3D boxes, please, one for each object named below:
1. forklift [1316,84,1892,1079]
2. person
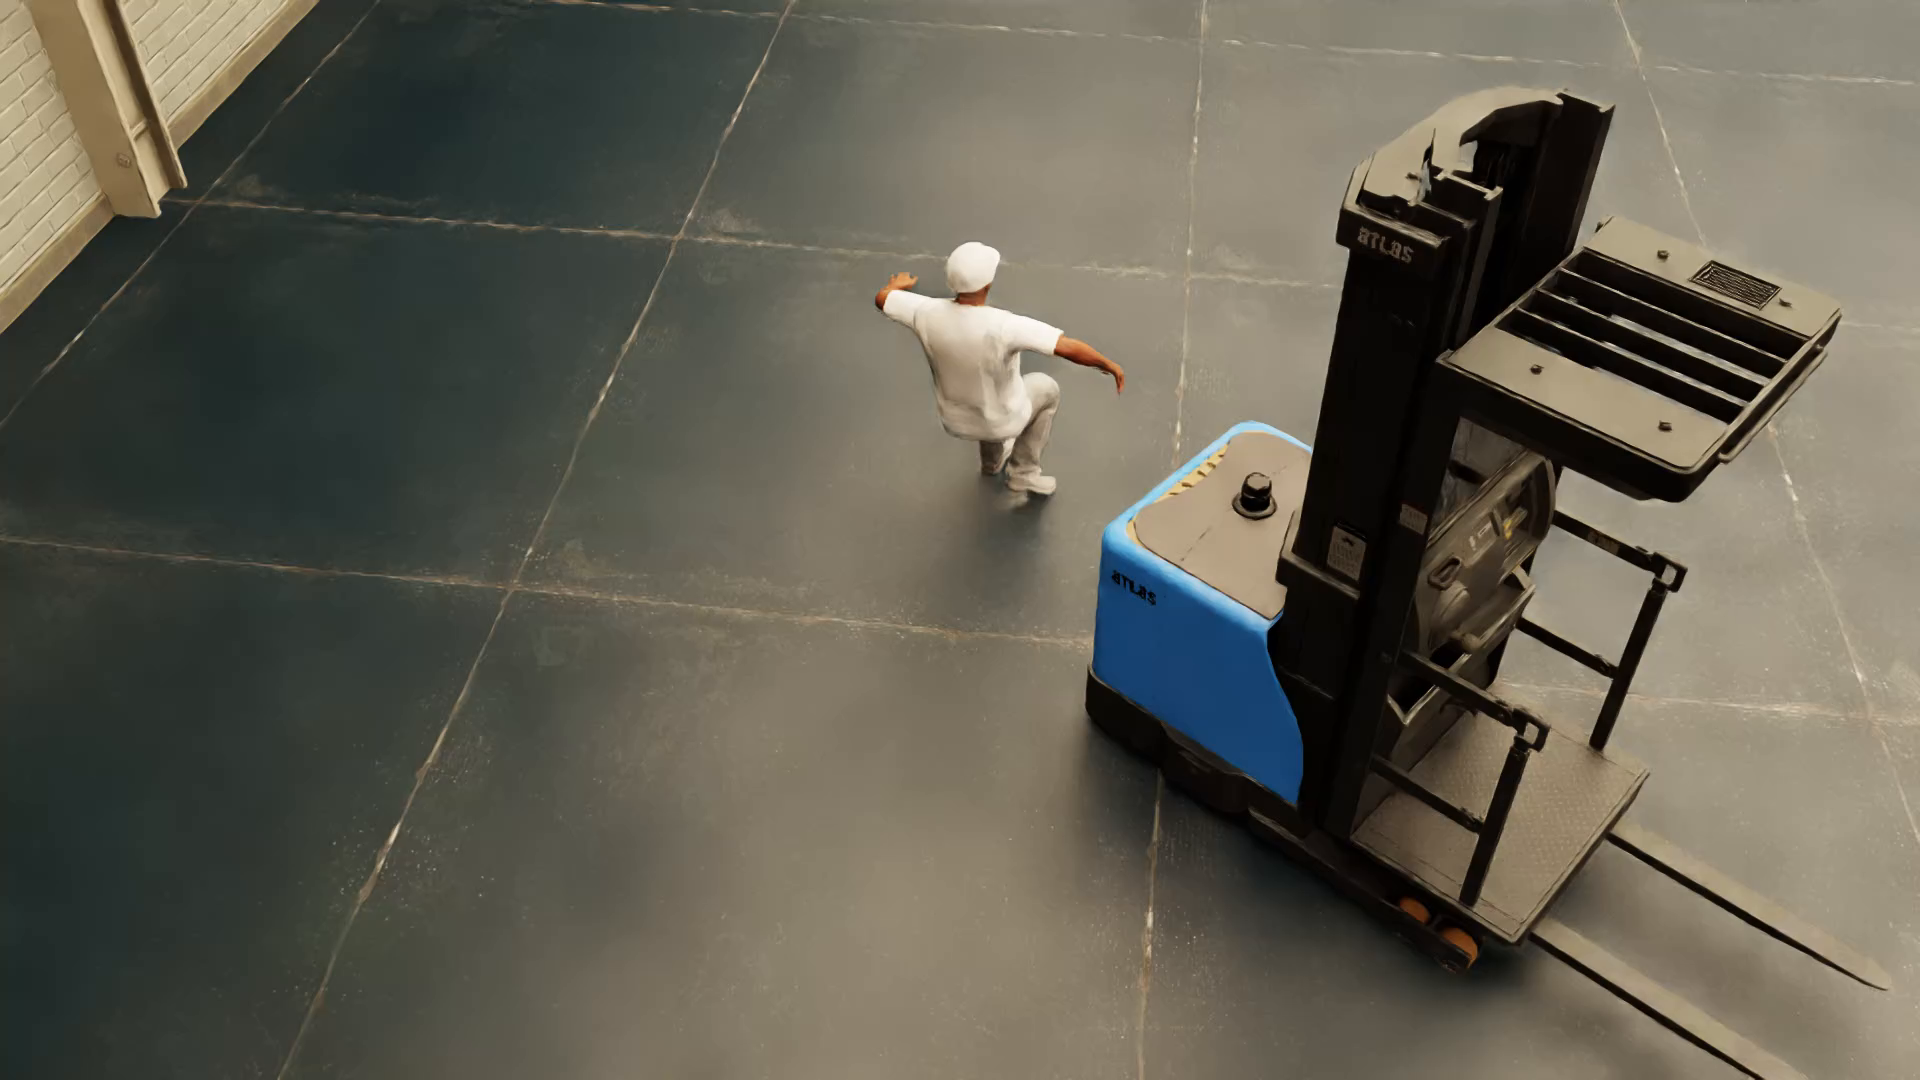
[{"bbox_3d":[1.952,0.112,5.602,3.031,2.935,1.121,32,51,30],"label":"forklift"},{"bbox_3d":[0.188,-0.789,7.614,1.241,1.550,0.861,16,45,17],"label":"person"}]
